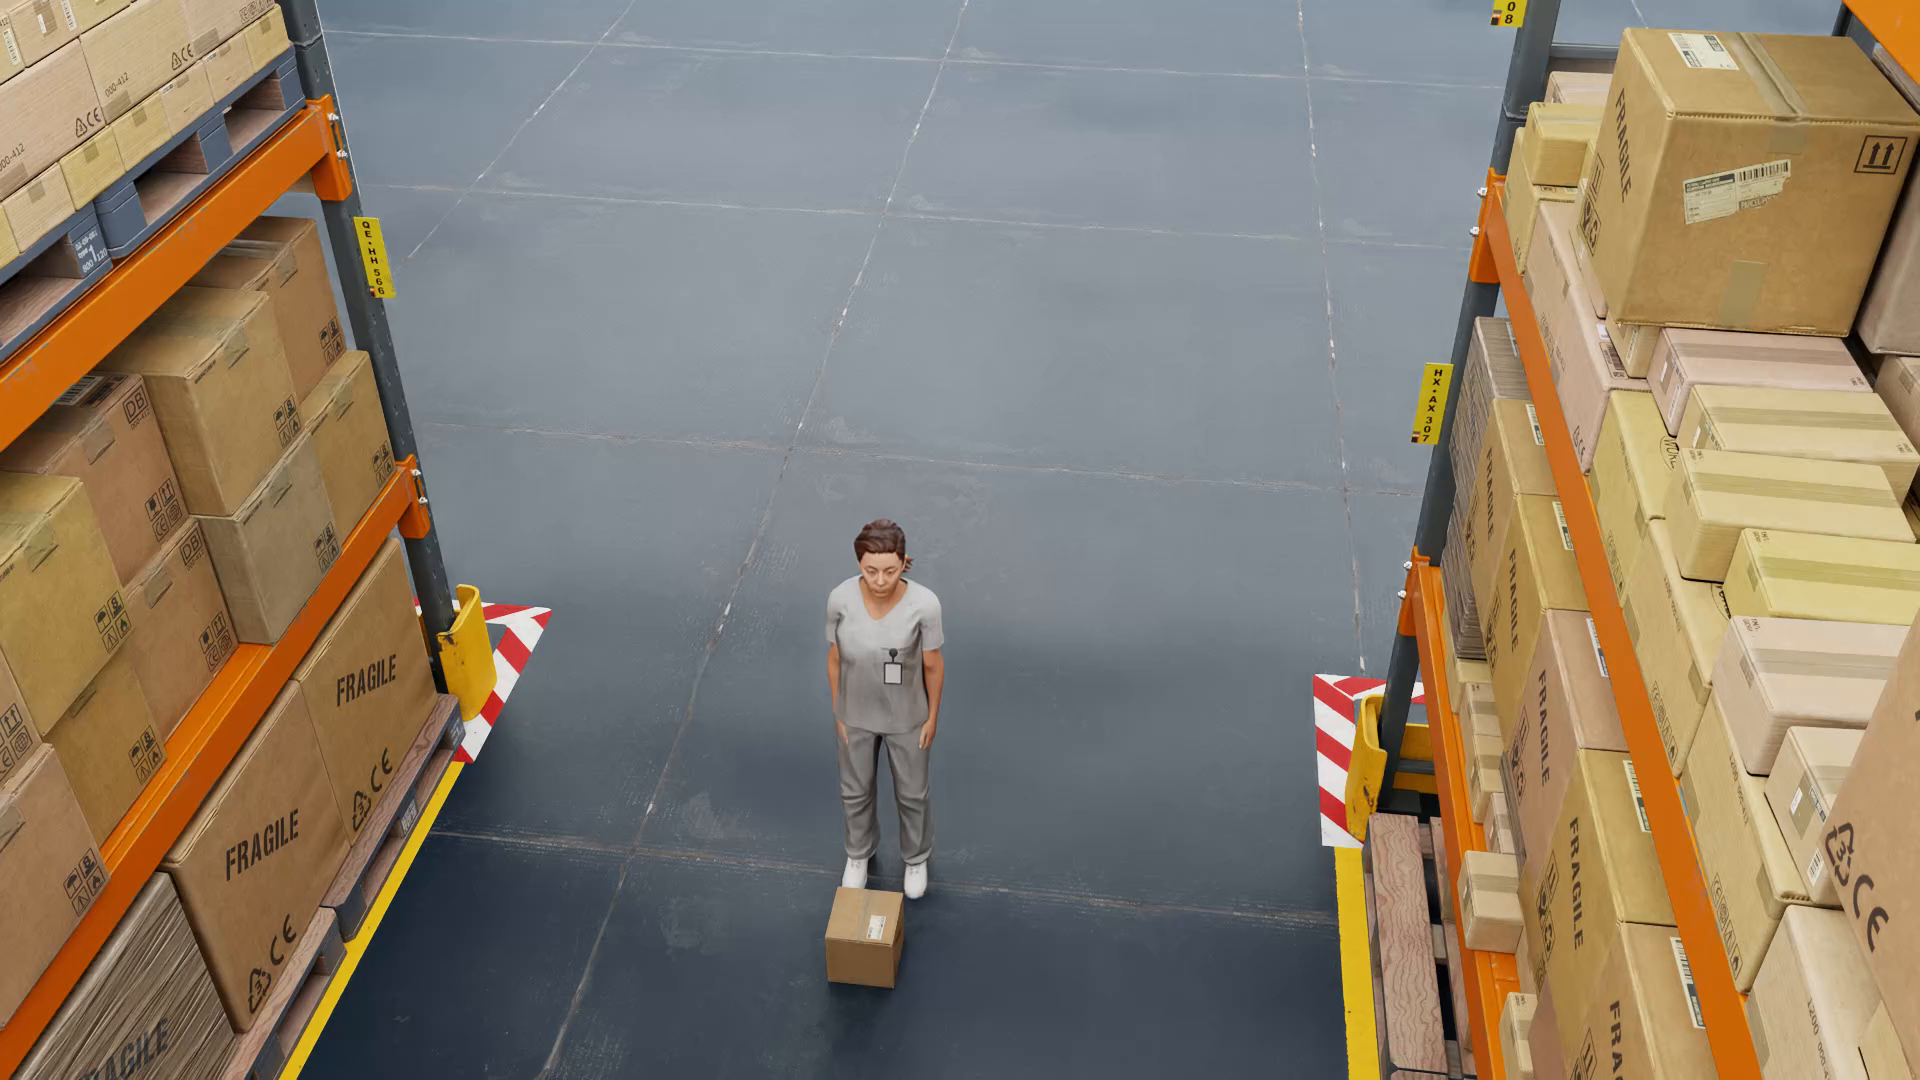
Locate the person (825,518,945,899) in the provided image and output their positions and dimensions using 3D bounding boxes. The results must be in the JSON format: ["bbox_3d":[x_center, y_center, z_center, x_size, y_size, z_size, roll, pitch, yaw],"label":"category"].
[{"bbox_3d":[-0.276,0.642,6.184,0.437,1.682,0.370,5,37,7],"label":"person"}]
